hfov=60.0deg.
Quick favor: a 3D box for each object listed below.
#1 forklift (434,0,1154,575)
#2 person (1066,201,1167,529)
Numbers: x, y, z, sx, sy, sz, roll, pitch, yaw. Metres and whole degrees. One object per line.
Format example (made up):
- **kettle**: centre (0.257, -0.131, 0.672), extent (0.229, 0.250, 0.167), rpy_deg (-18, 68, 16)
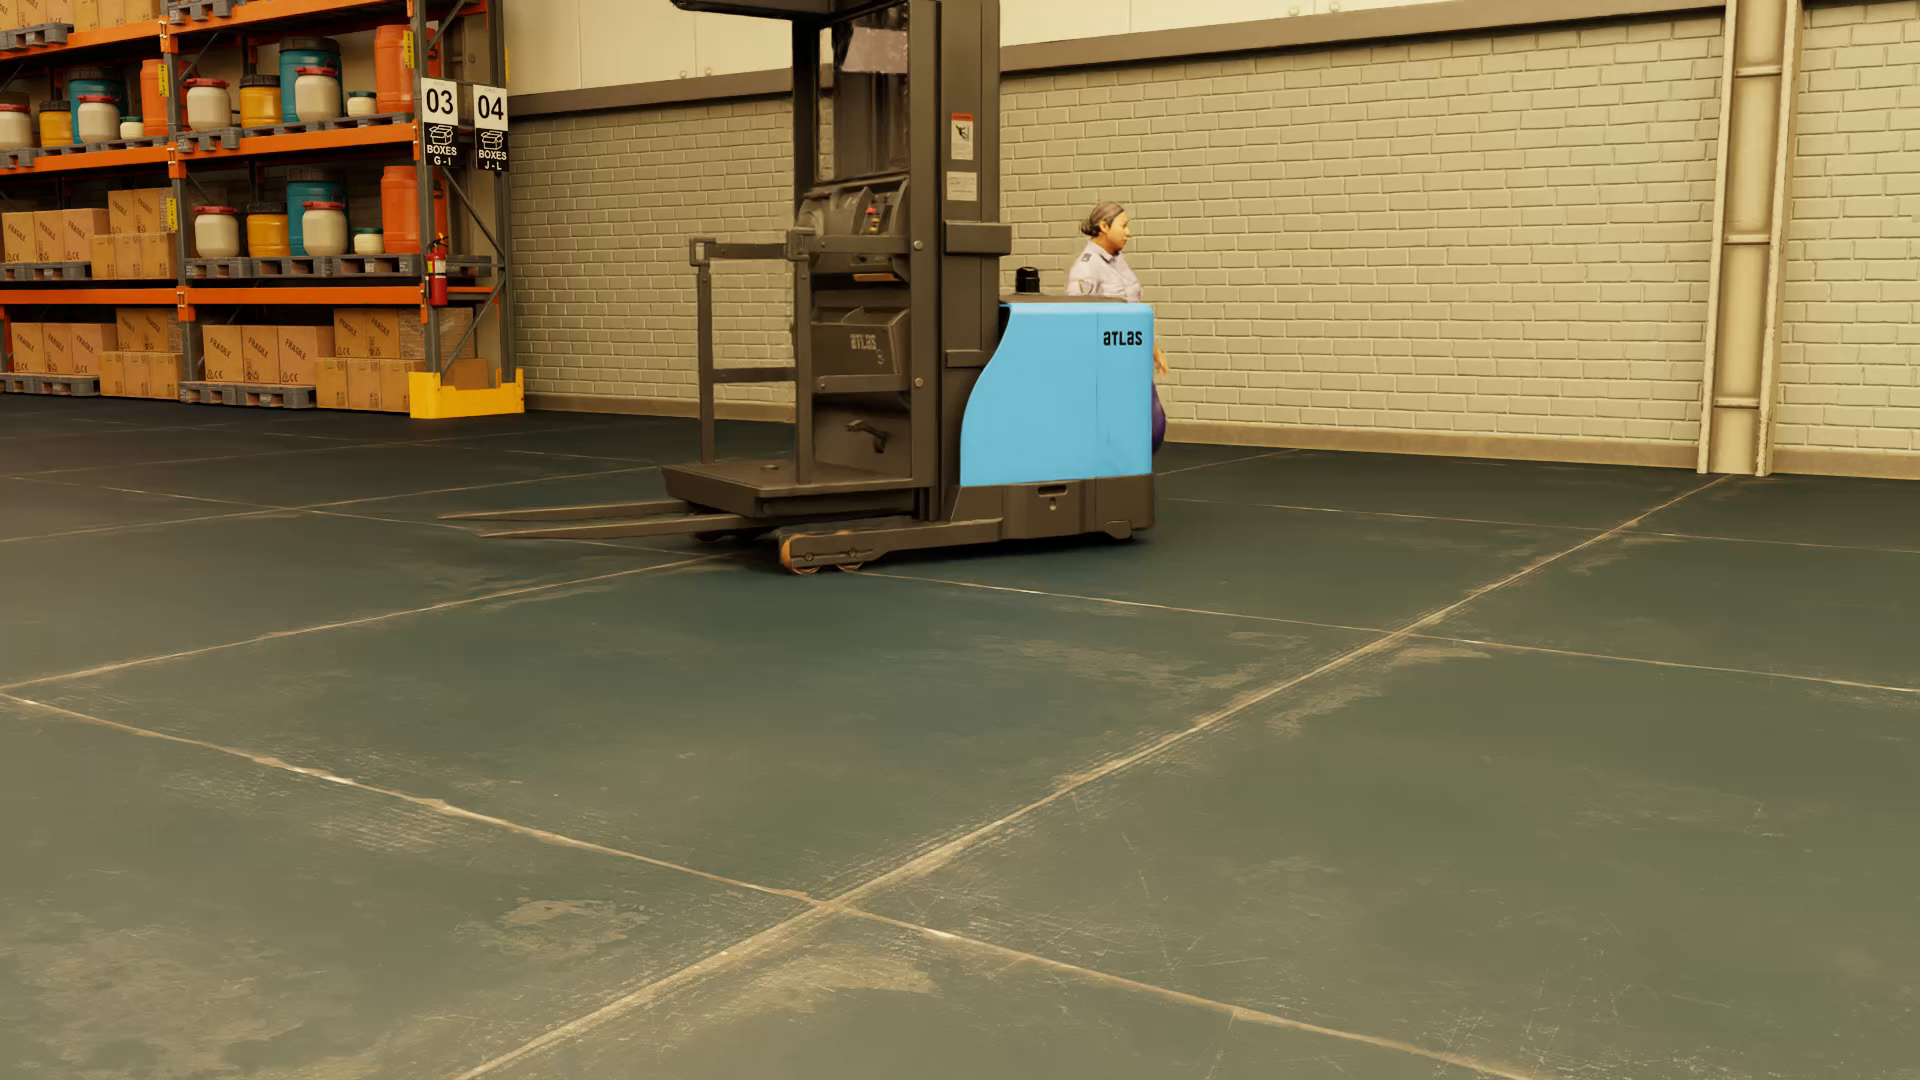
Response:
- **forklift**: centre (-0.647, -1.395, 7.002), extent (3.031, 2.935, 1.130), rpy_deg (-5, 9, -31)
- **person**: centre (0.844, -0.882, 8.231), extent (0.640, 1.579, 0.710), rpy_deg (6, 10, 36)
